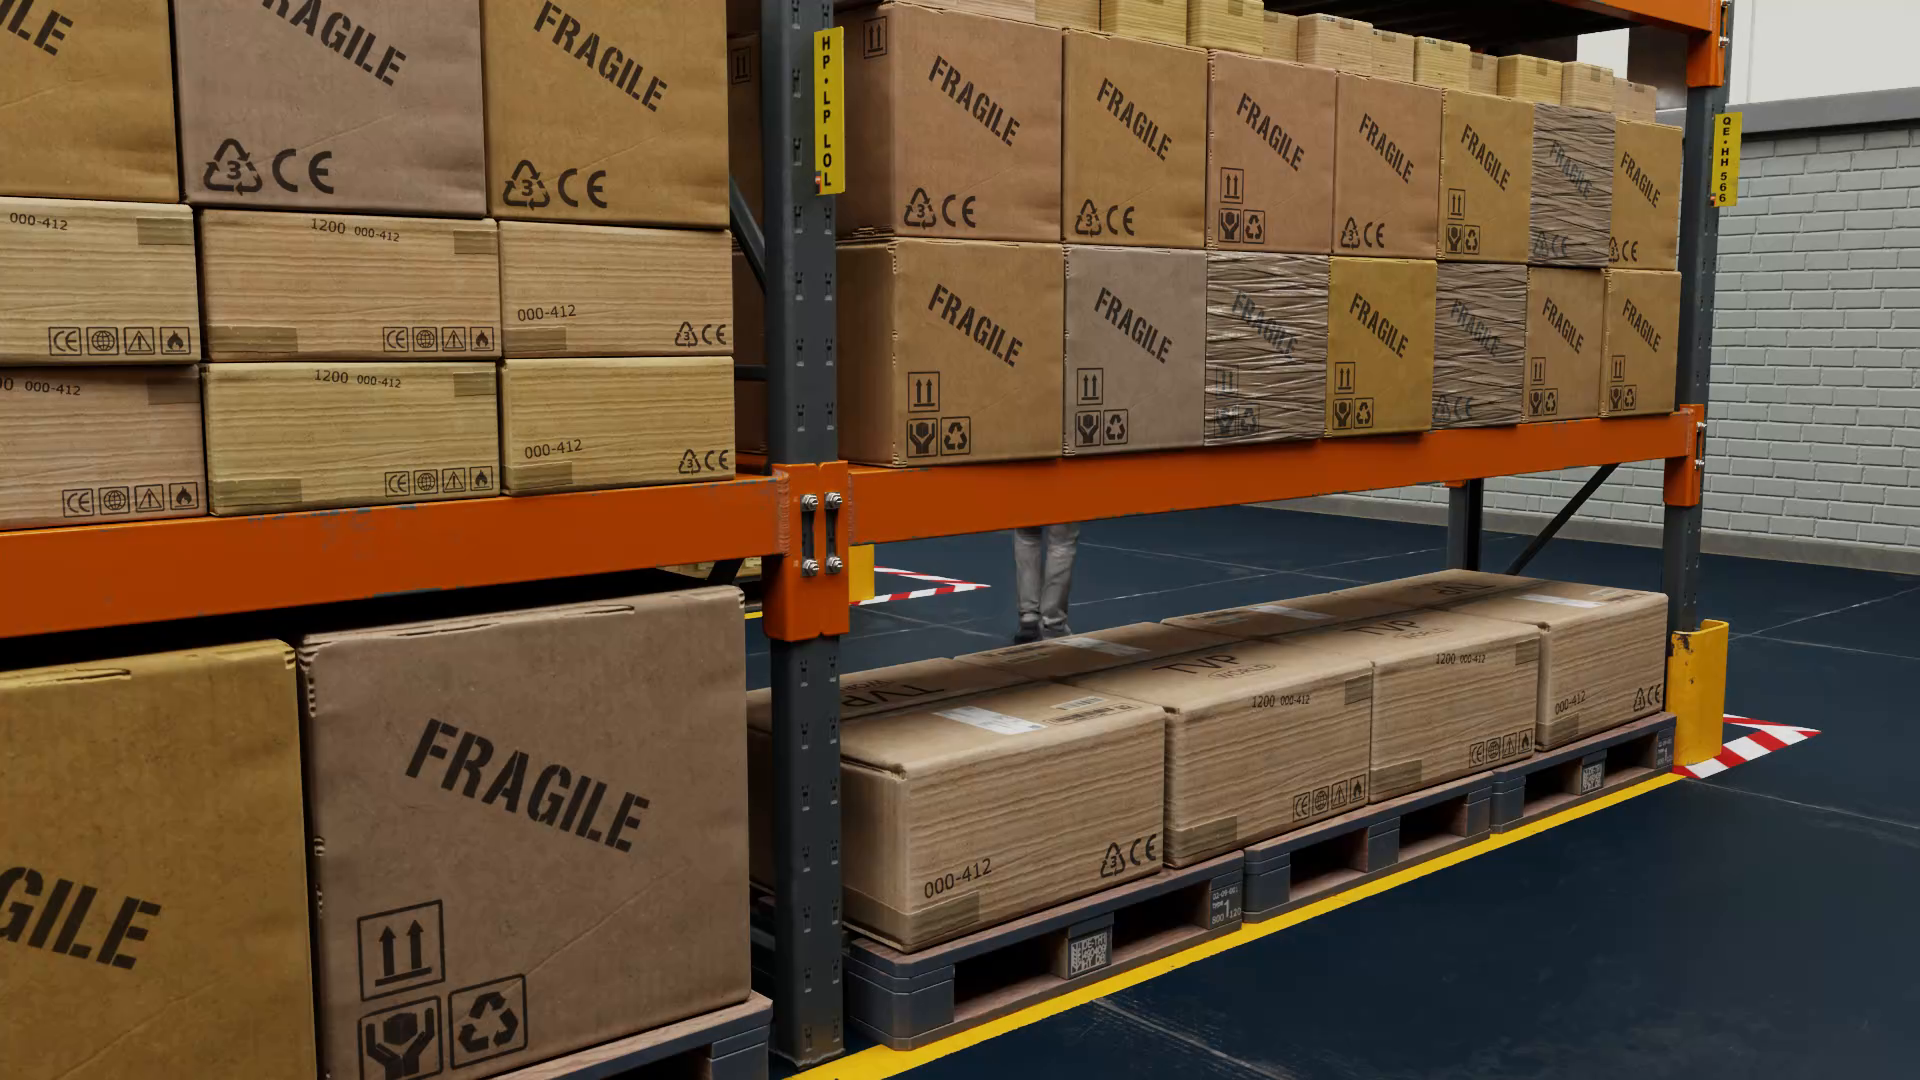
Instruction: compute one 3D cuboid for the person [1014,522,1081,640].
[{"bbox_3d":[0.449,-0.334,8.416,0.567,1.846,0.541,1,7,10],"label":"person"}]
